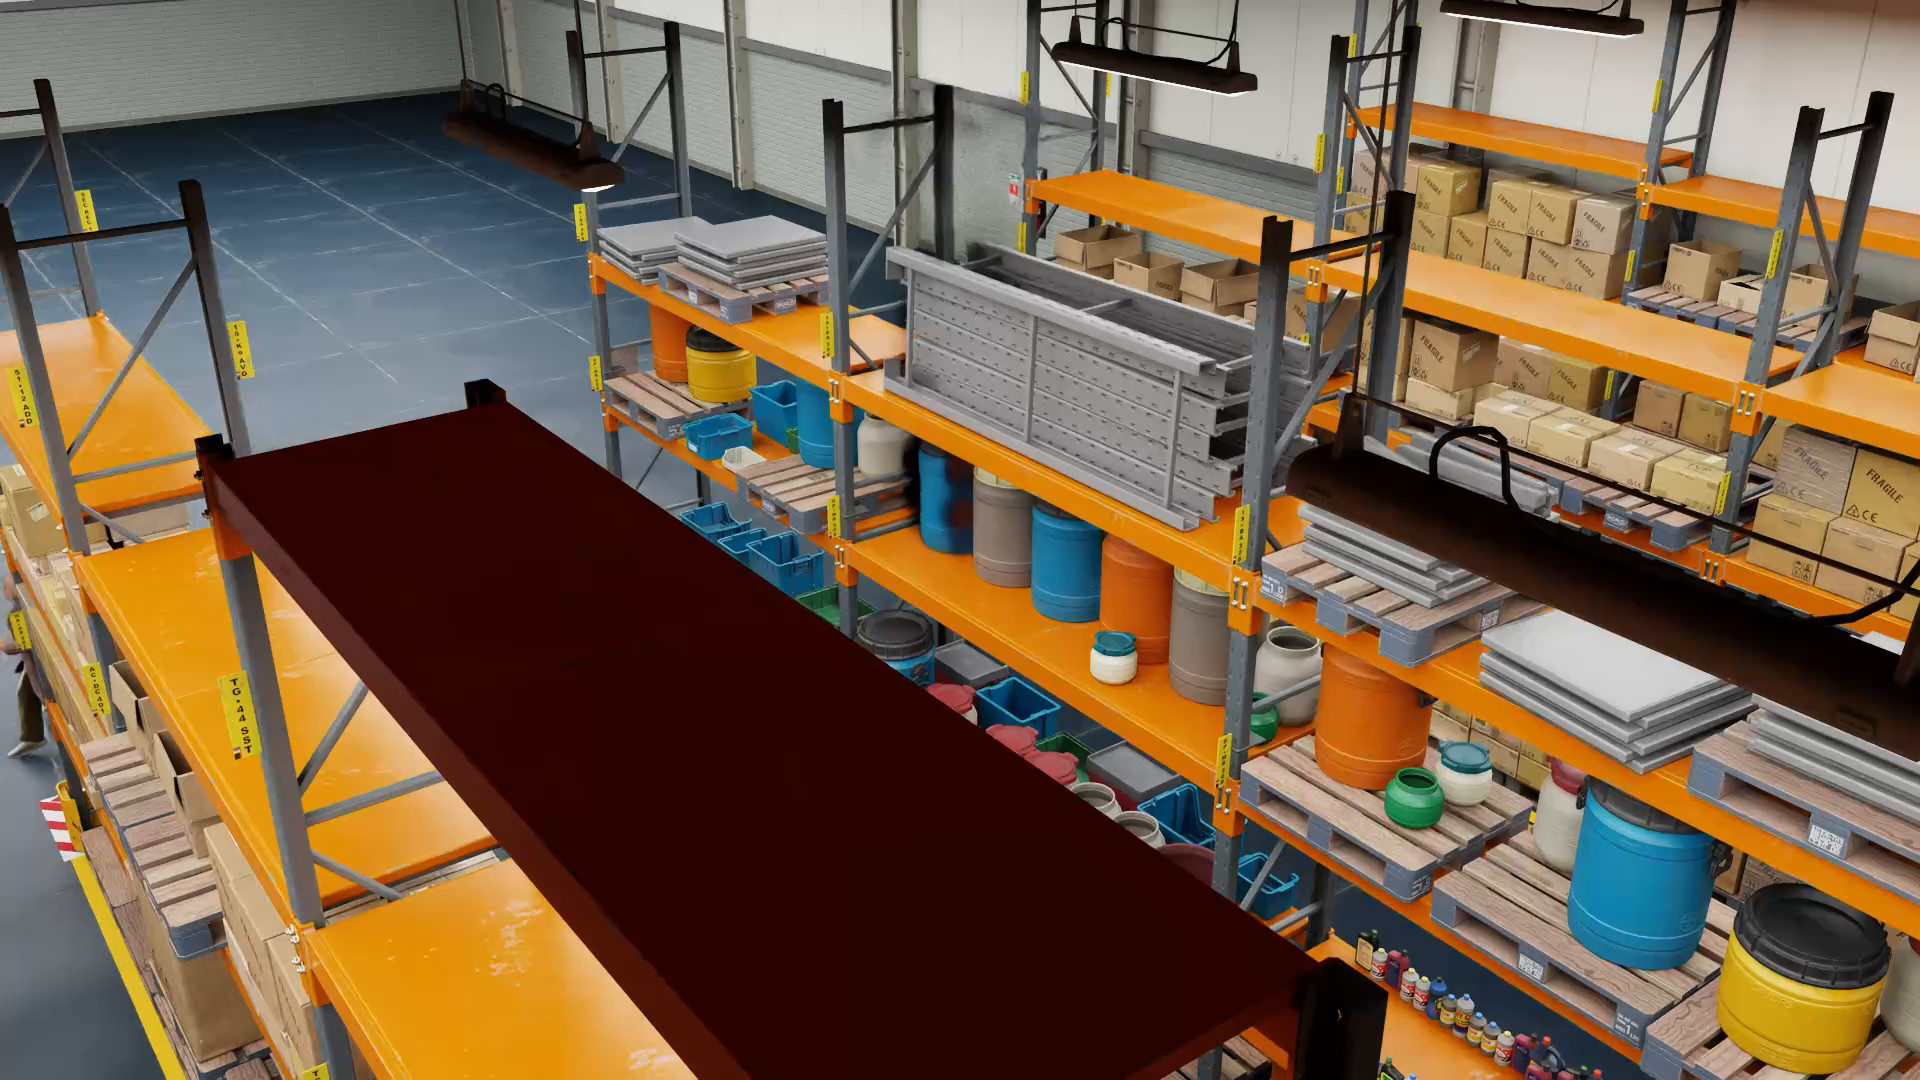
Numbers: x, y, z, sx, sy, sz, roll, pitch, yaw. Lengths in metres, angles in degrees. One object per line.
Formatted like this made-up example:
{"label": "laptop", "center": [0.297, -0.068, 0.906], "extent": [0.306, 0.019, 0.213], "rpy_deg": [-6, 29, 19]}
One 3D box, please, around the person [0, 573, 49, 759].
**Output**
{"label": "person", "center": [-7.978, 1.088, 14.524], "extent": [1.017, 1.803, 0.740], "rpy_deg": [-10, 27, -20]}
